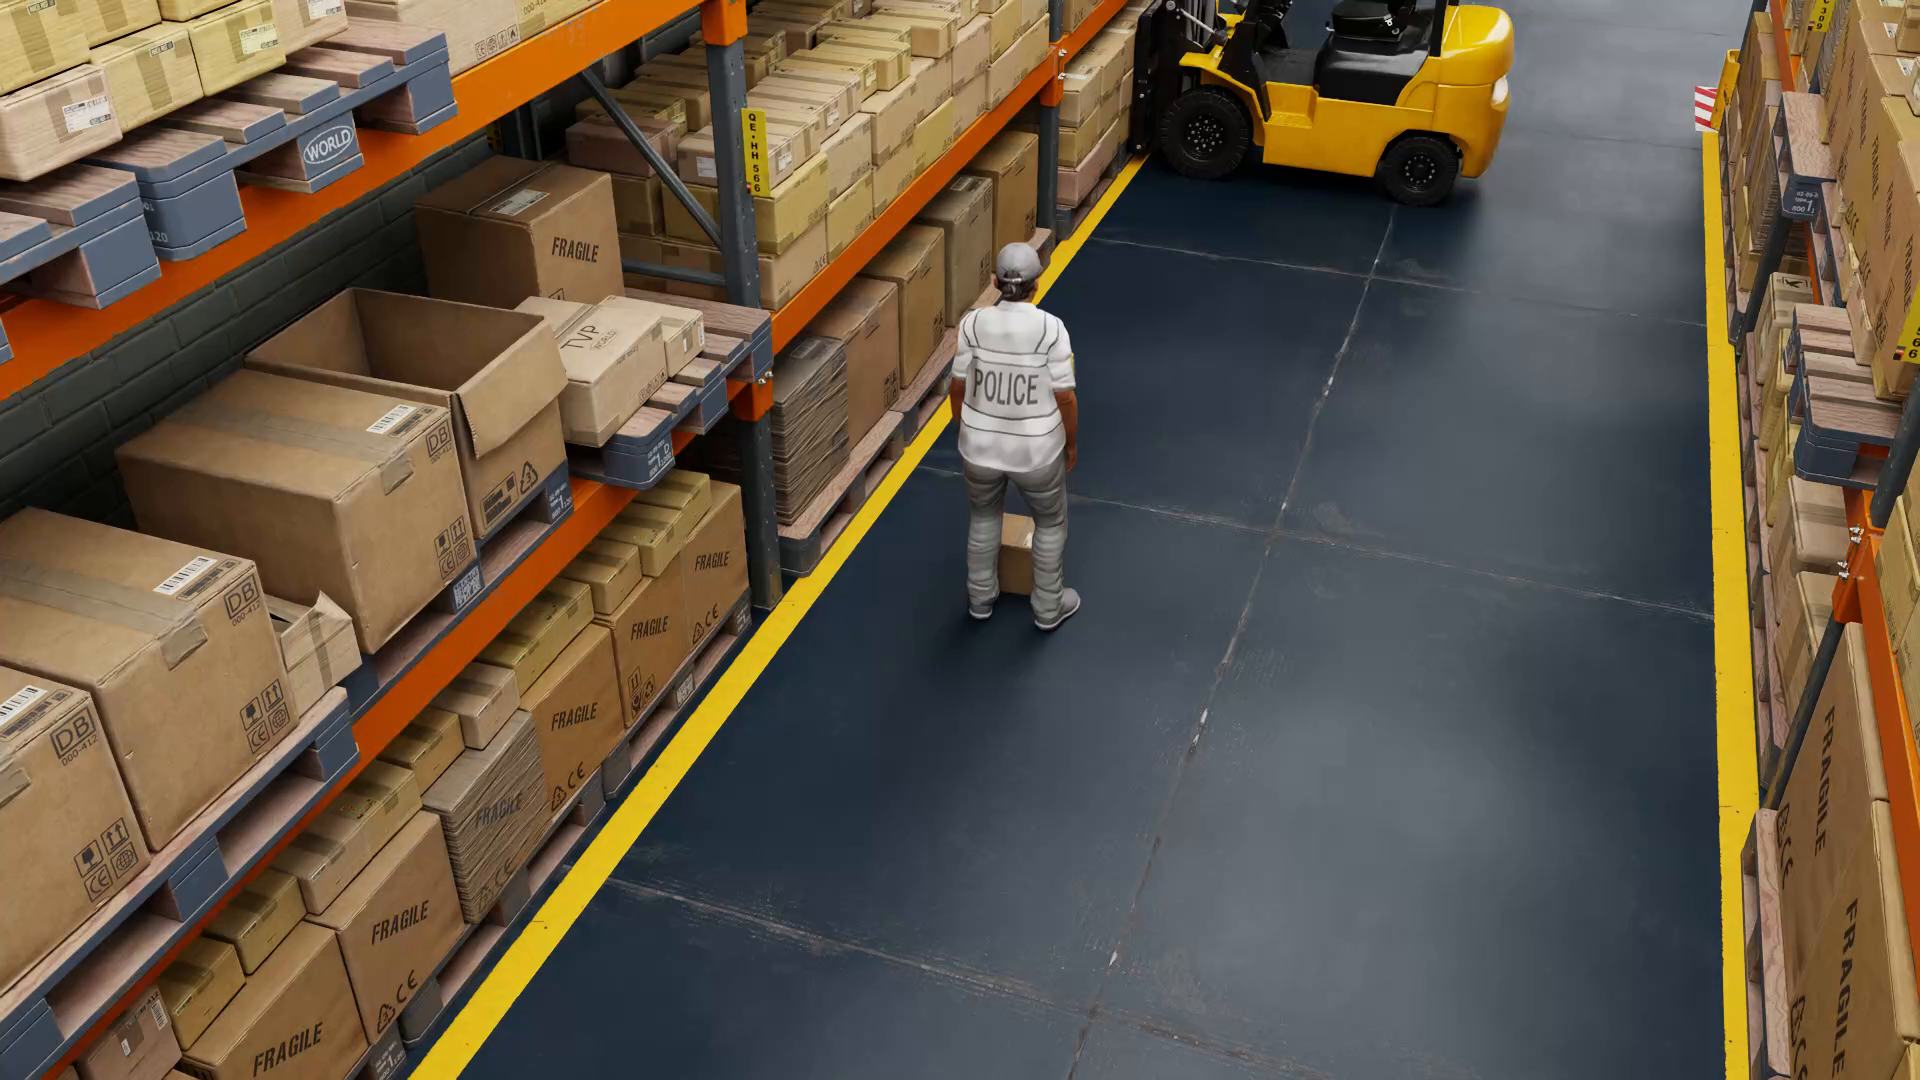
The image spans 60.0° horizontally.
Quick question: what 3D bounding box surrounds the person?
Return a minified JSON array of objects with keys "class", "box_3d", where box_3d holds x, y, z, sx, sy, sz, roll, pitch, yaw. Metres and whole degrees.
[{"class":"person","box_3d":[0.234,-0.393,6.734,0.541,1.660,0.465,9,34,13]}]
